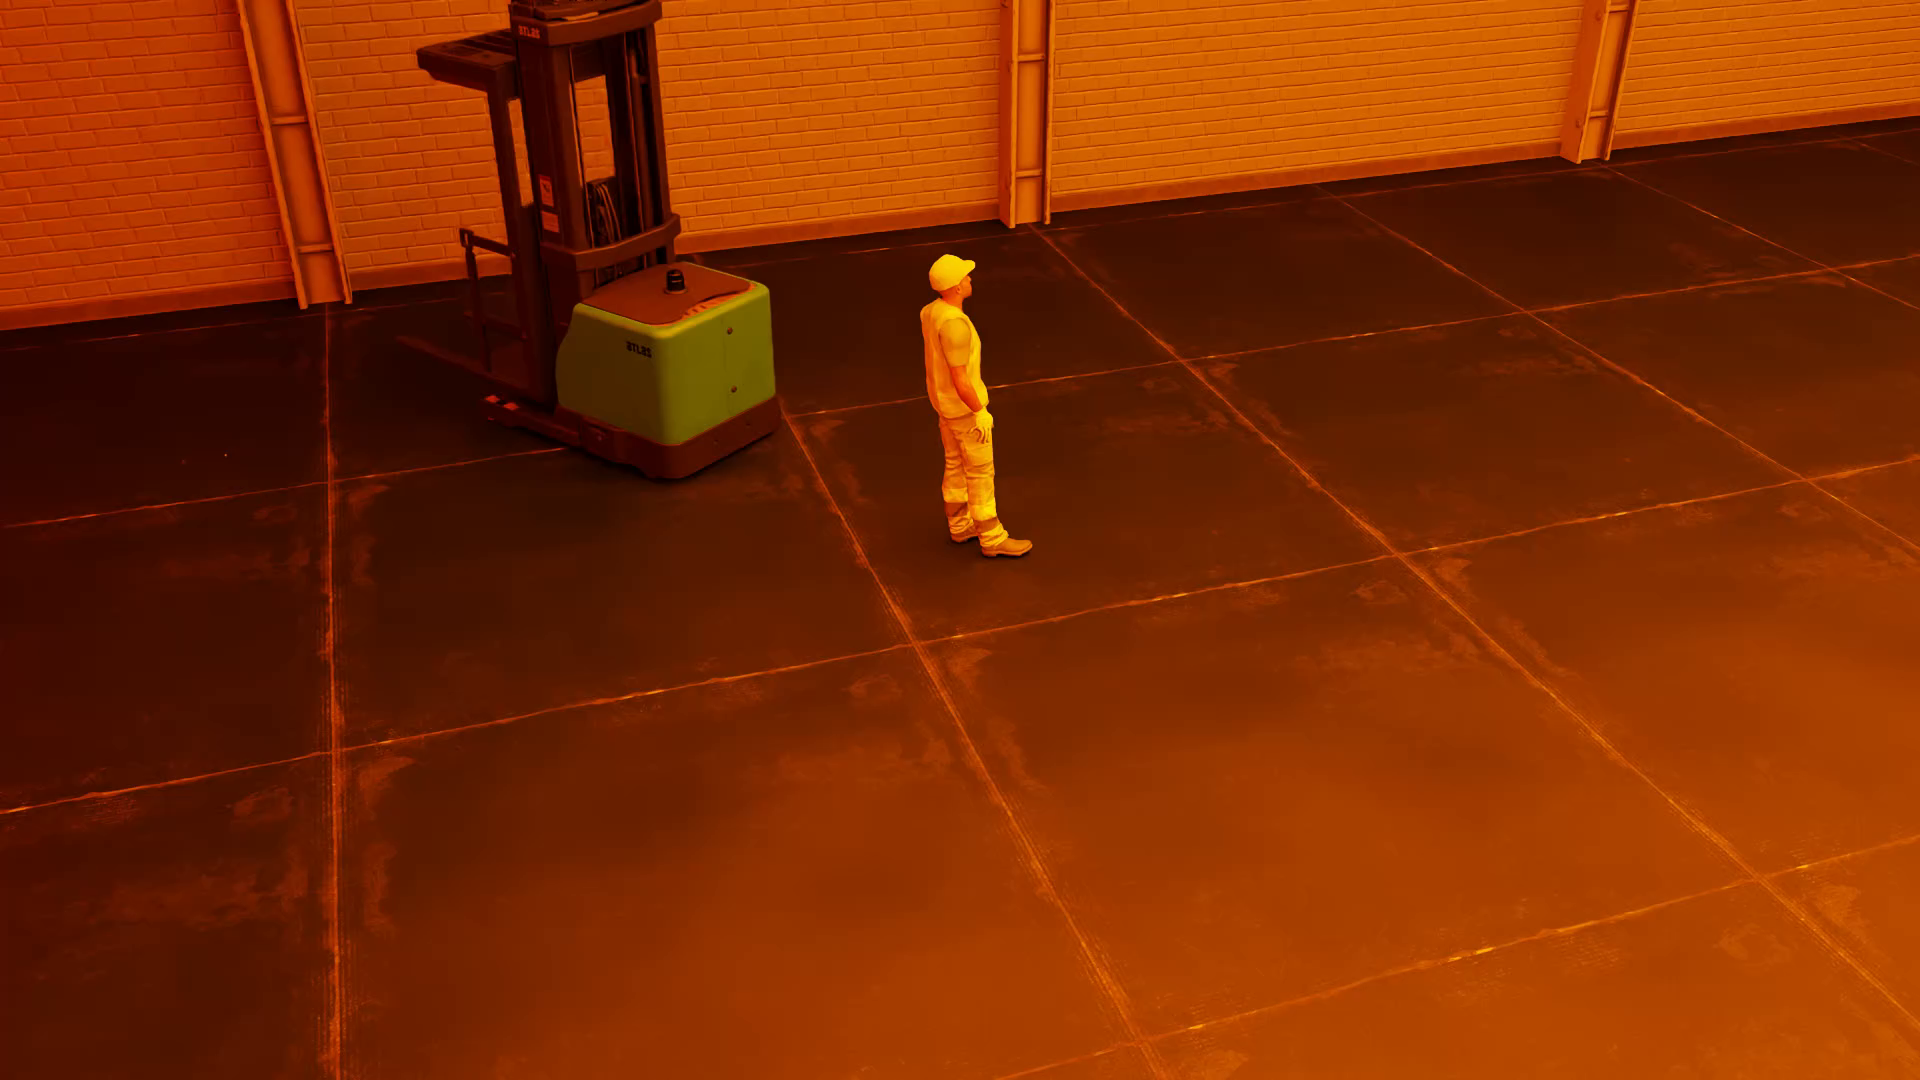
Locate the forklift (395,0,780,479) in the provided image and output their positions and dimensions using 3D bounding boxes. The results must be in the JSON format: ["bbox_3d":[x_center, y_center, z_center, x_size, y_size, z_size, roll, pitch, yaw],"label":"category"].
[{"bbox_3d":[-2.704,-2.230,10.963,3.031,2.935,1.130,20,36,31],"label":"forklift"}]

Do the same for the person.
[{"bbox_3d":[0.079,-0.789,9.589,0.564,1.787,0.638,-10,31,-16],"label":"person"}]
